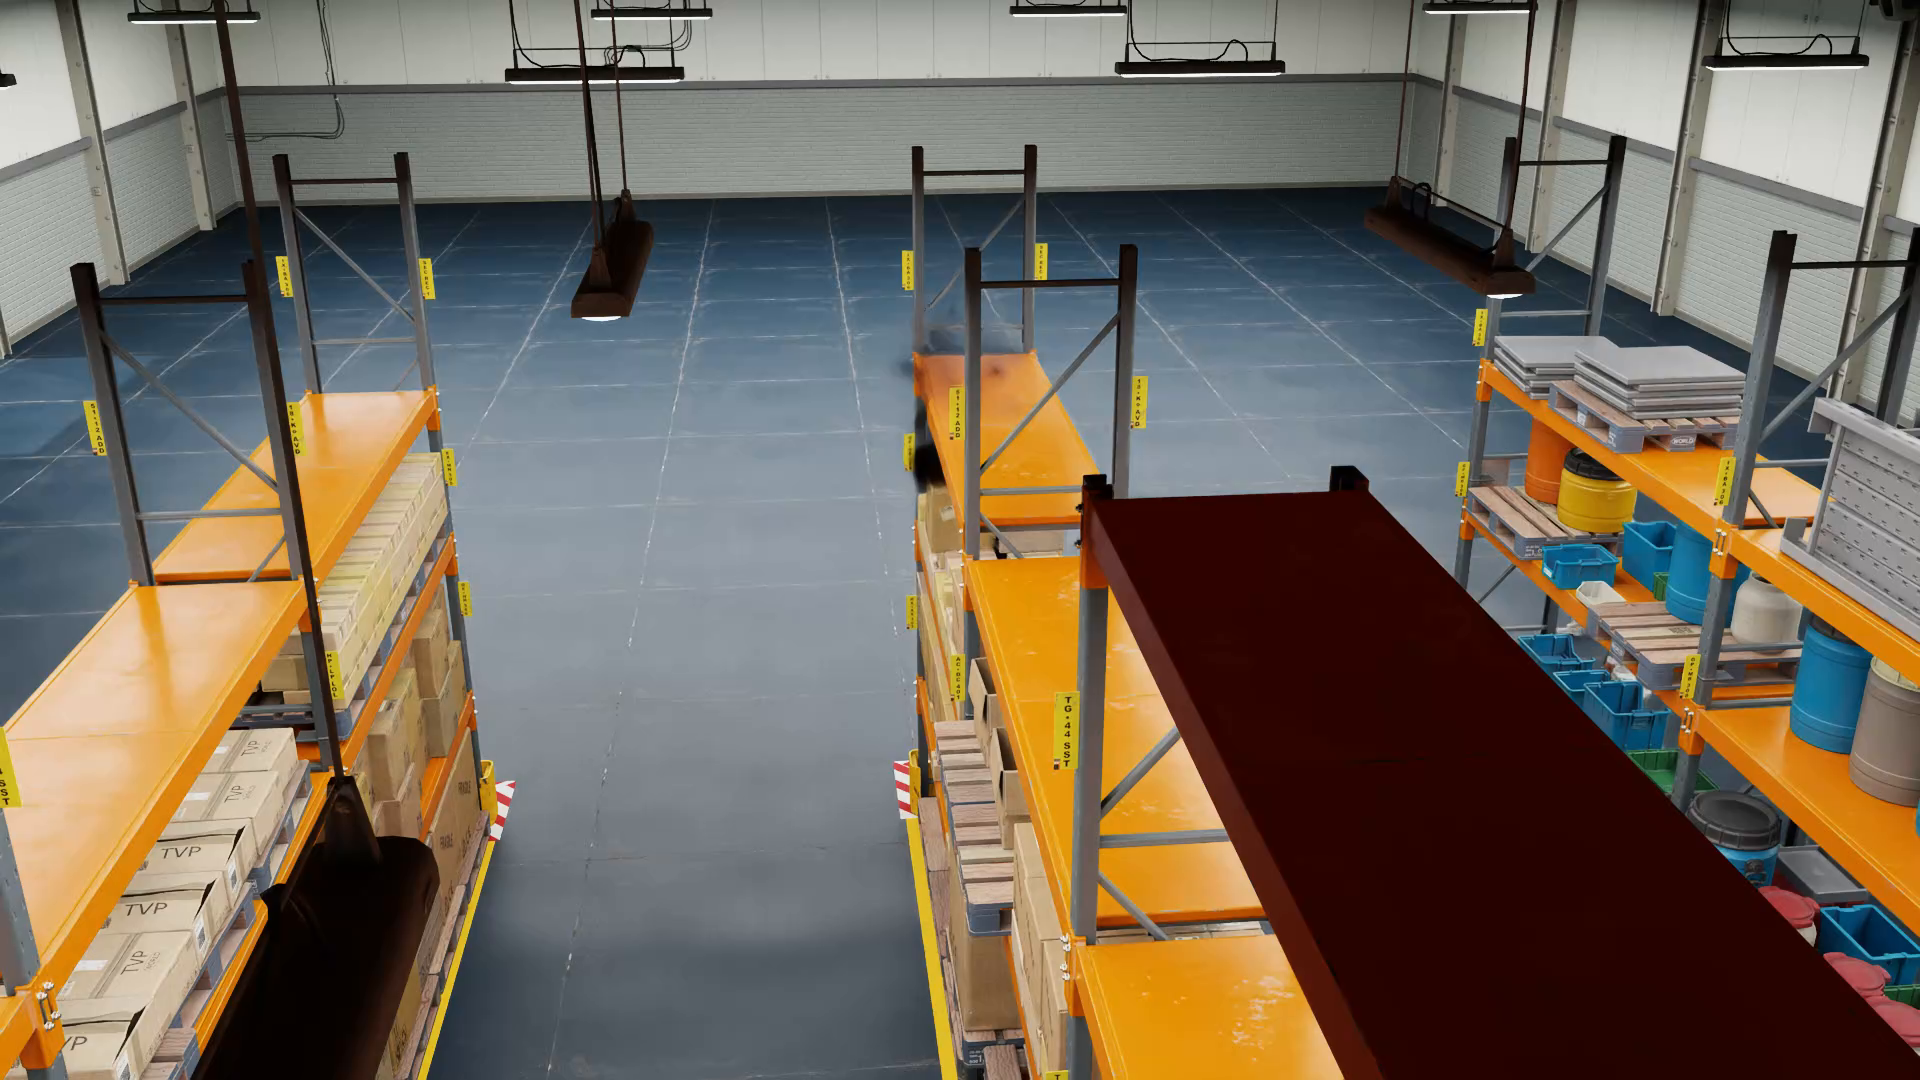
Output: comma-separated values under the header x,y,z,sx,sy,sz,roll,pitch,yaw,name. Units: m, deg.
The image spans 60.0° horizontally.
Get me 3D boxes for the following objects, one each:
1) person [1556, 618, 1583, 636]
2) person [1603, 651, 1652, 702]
x,y,z,sx,sy,sz,roll,pitch,yaw,name
7.154,0.310,18.463,0.882,1.786,0.670,11,24,26,person
6.376,1.385,15.939,0.629,1.632,0.540,-5,22,-12,person
